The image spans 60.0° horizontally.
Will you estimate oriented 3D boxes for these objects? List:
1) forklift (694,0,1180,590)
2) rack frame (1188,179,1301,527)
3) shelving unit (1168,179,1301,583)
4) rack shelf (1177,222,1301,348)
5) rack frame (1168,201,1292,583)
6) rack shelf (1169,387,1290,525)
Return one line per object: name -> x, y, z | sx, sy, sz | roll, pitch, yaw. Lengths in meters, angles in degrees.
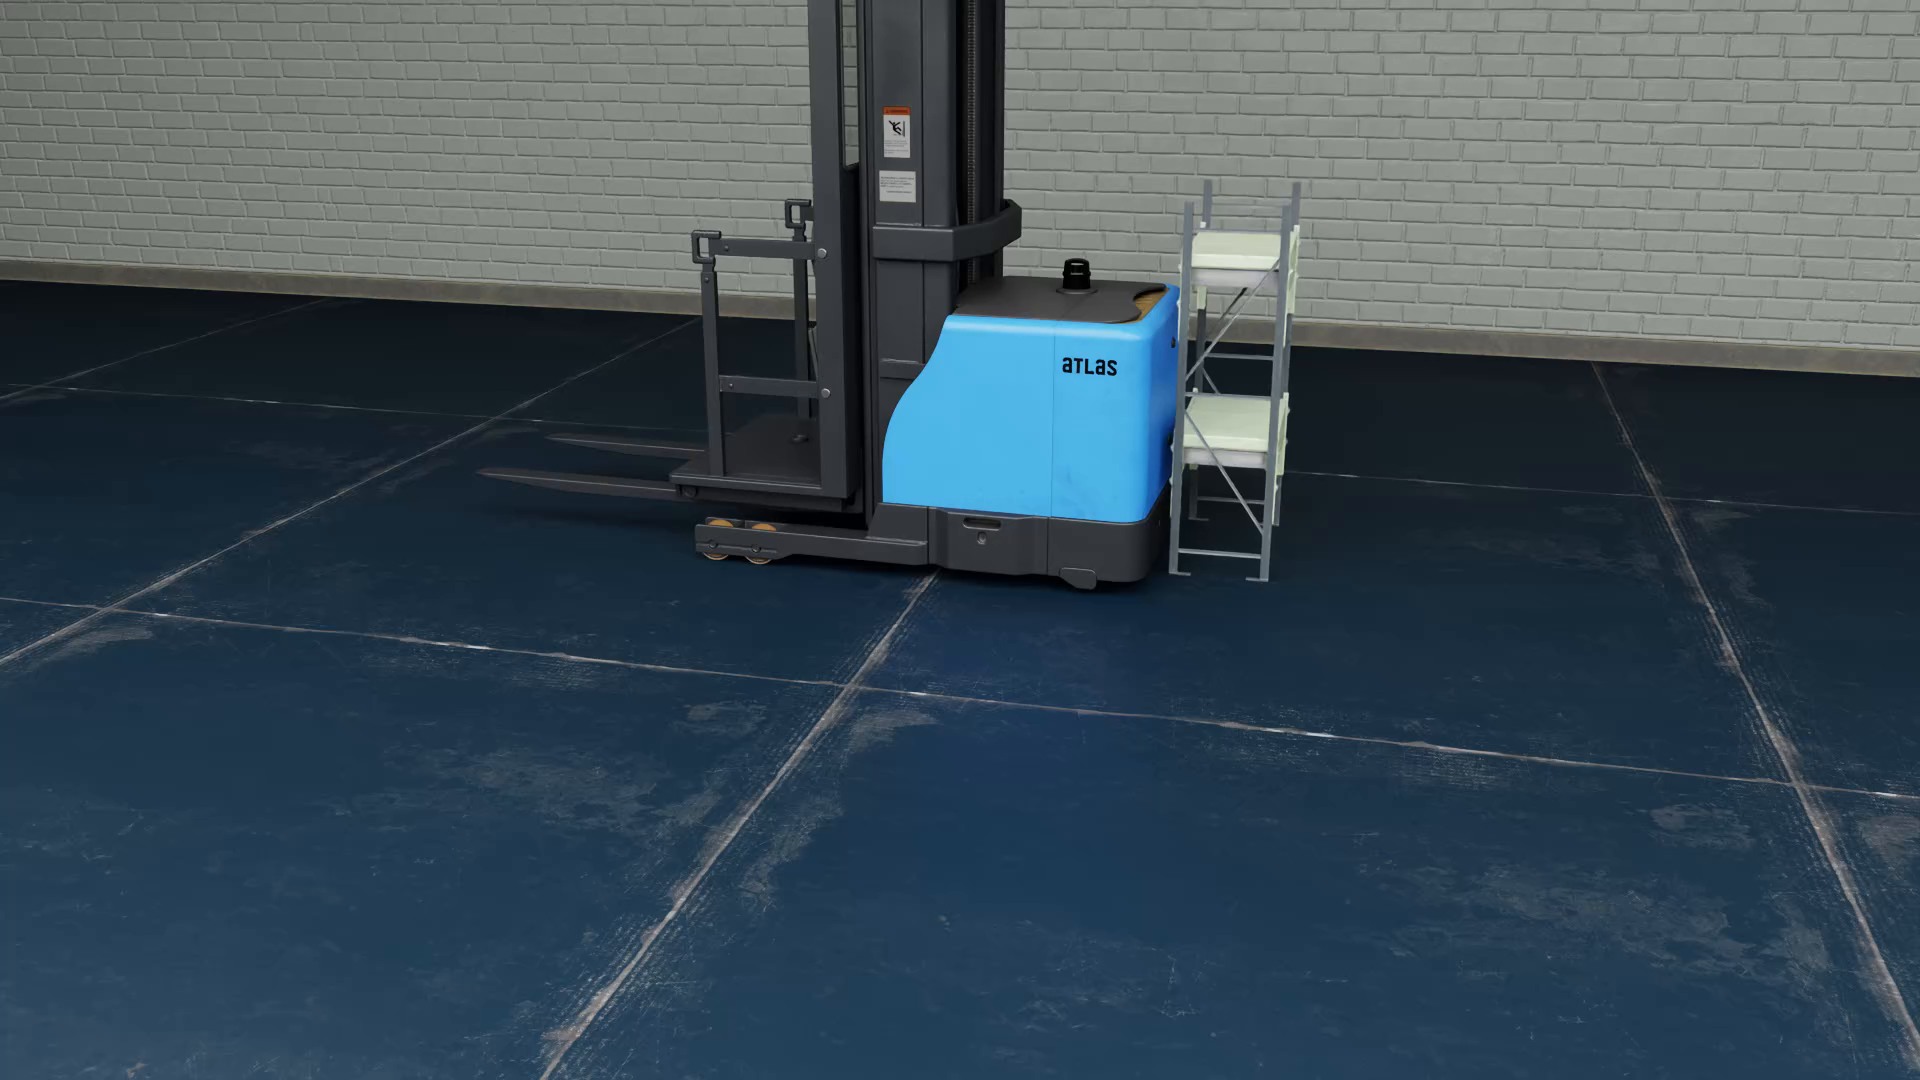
forklift -> -0.604, -1.443, 6.878 | 3.031, 2.935, 1.130 | 5, 20, 15
rack frame -> 1.219, -0.787, 7.171 | 0.400, 1.500, 0.023 | 4, 19, 13
shelving unit -> 1.133, -0.672, 6.835 | 0.431, 1.500, 0.755 | 4, 19, 13
rack shelf -> 1.133, -1.041, 6.709 | 0.431, 0.370, 0.720 | 4, 19, 13
rack frame -> 1.046, -0.557, 6.498 | 0.400, 1.500, 0.023 | 4, 19, 13
rack shelf -> 1.133, -0.364, 6.940 | 0.431, 0.370, 0.720 | 4, 19, 13
